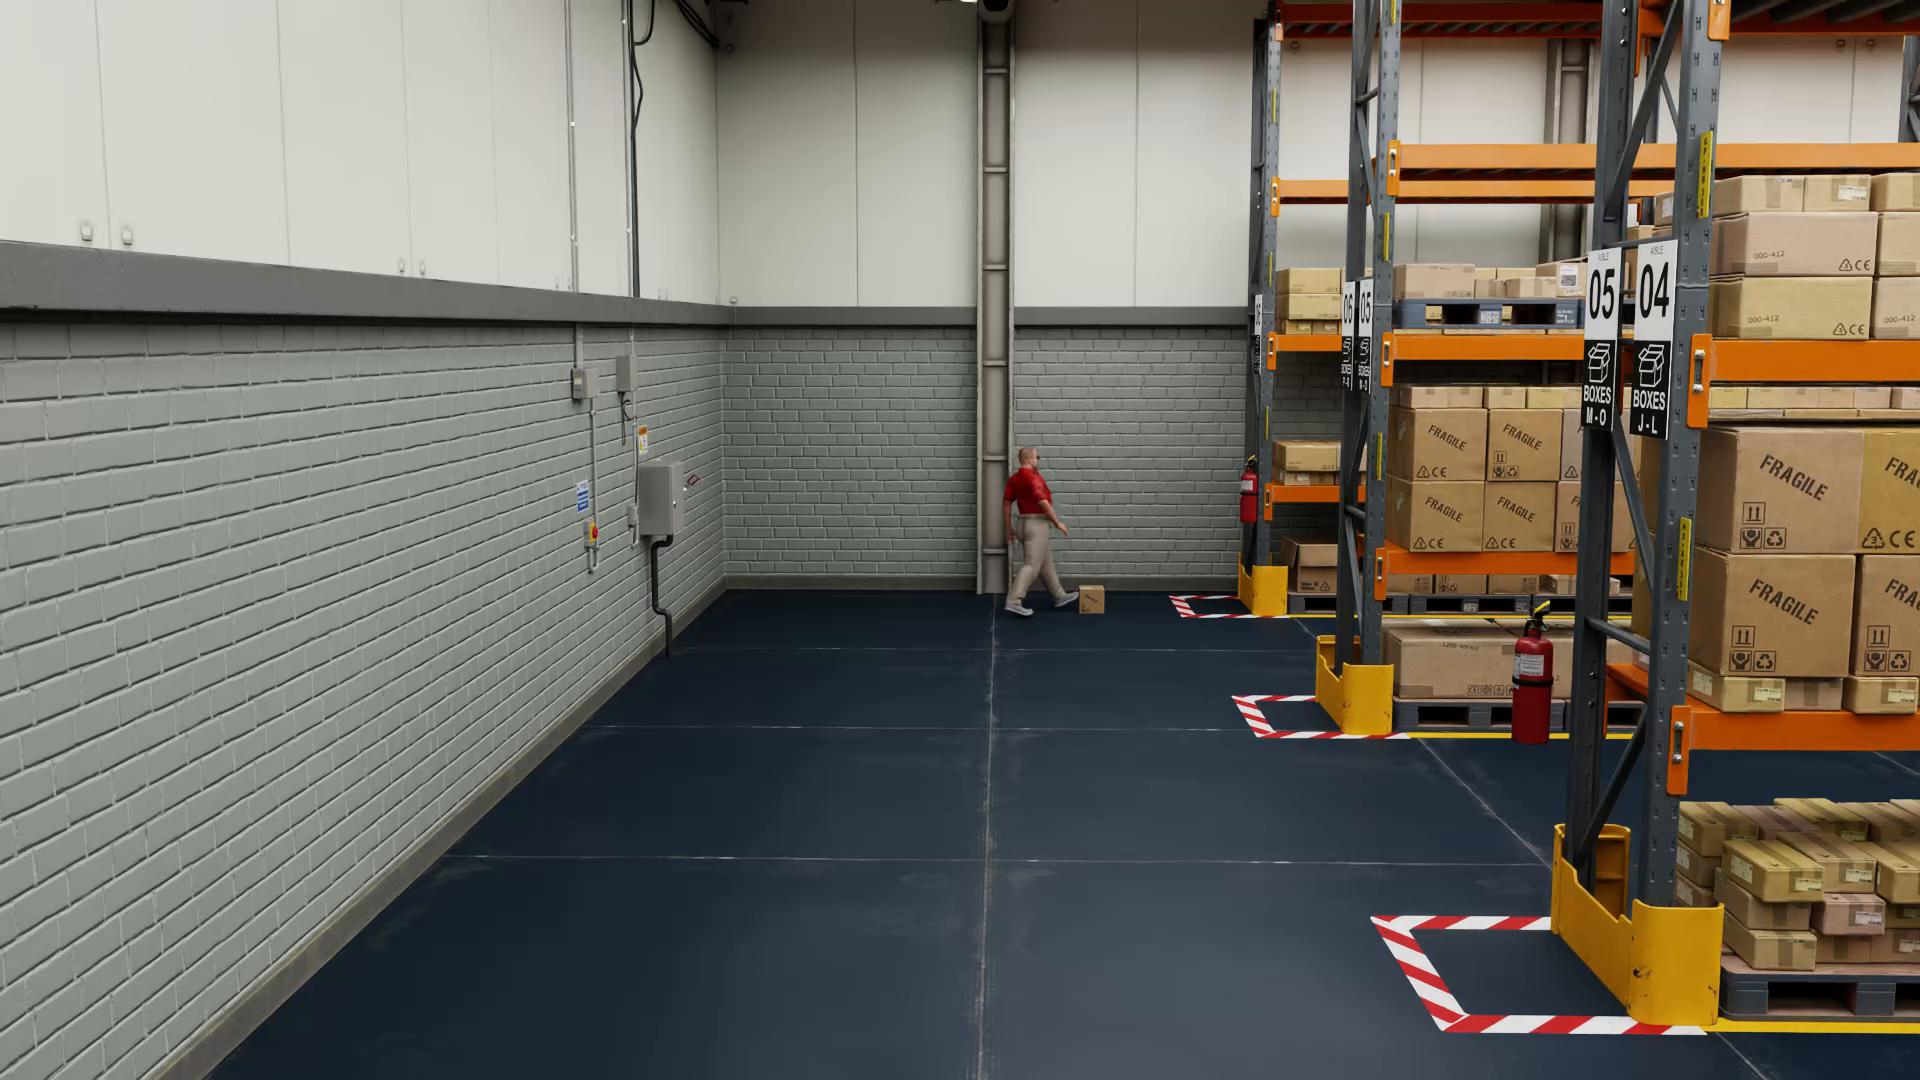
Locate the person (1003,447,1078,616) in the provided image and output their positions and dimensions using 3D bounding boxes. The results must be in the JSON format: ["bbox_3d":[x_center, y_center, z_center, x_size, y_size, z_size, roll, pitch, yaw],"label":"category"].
[{"bbox_3d":[0.827,-0.109,16.831,1.046,1.666,0.625,-3,8,-25],"label":"person"}]
